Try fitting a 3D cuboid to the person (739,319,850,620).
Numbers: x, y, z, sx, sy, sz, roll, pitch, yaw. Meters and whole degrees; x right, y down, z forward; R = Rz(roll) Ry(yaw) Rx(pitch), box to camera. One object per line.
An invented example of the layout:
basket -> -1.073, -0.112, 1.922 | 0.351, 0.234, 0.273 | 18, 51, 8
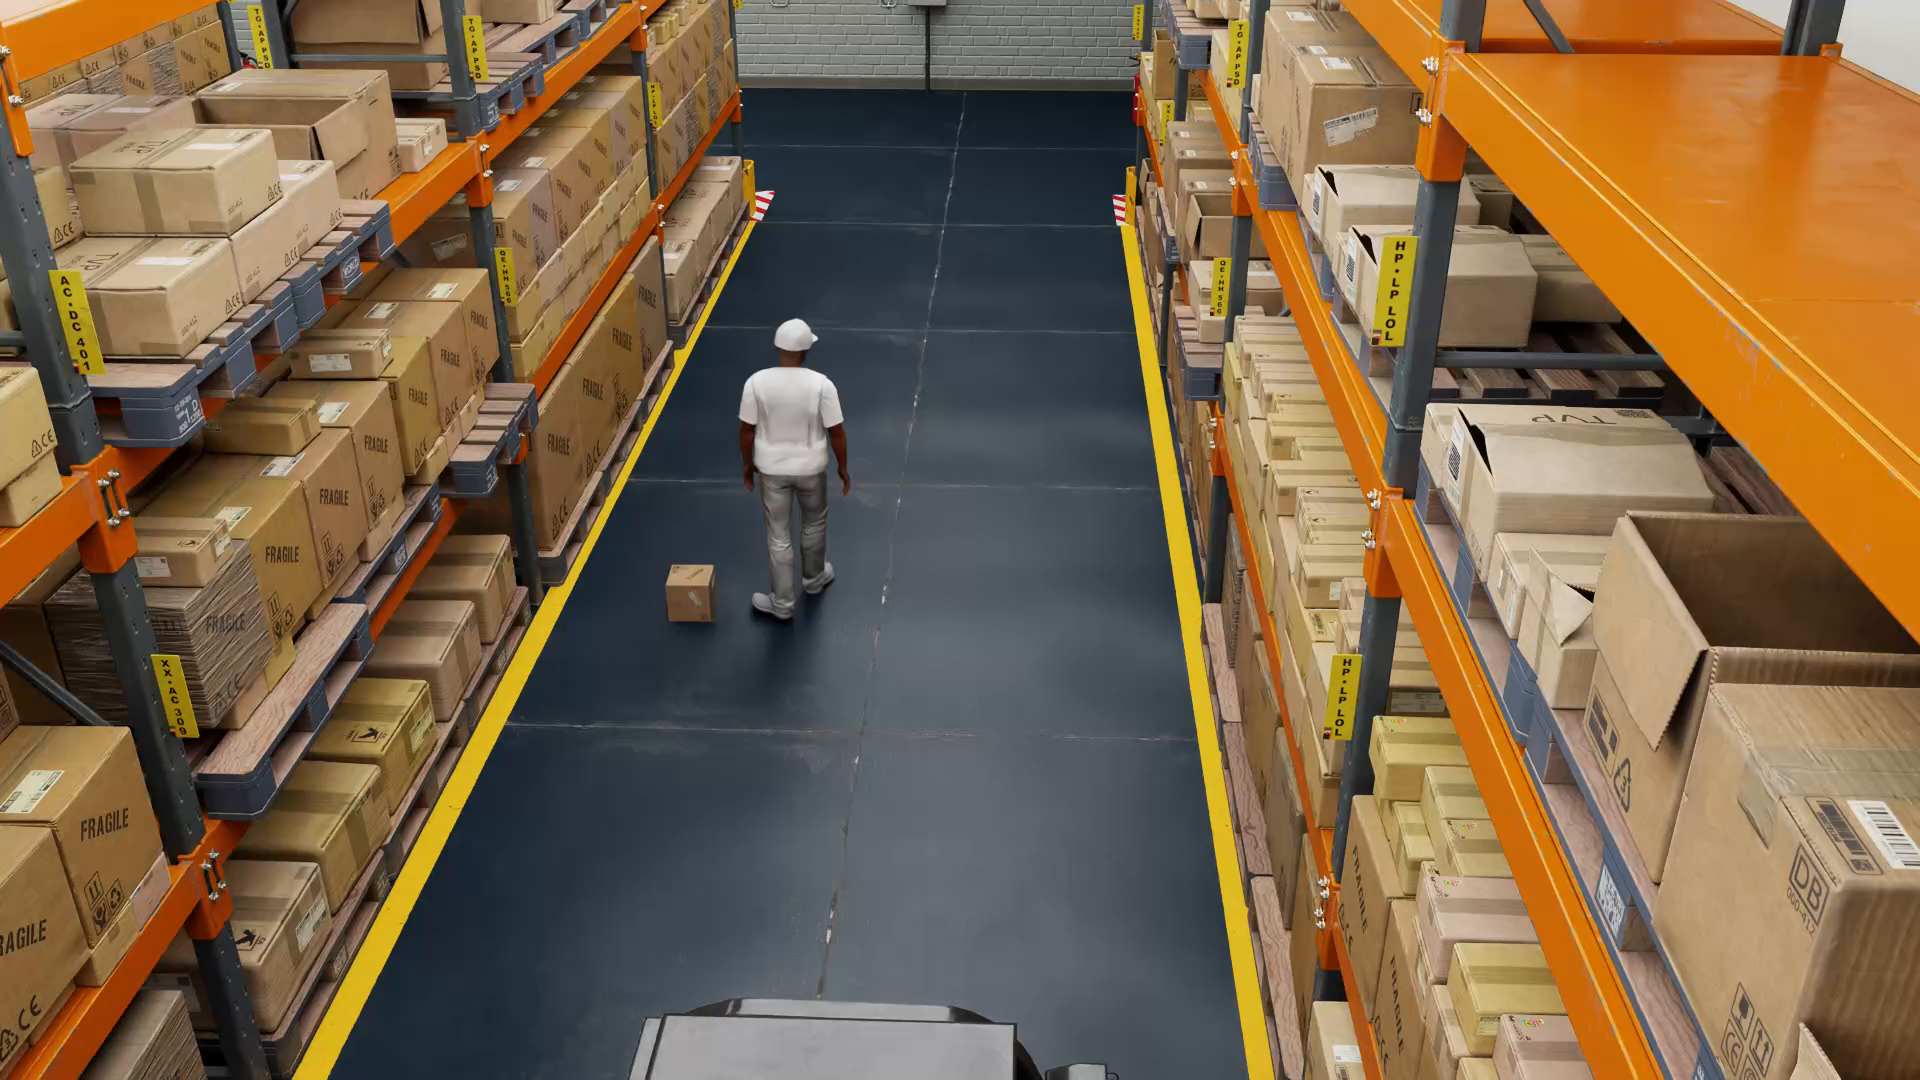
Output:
person -> -0.953, -0.428, 9.648 | 0.627, 1.766, 0.626 | -2, 28, -4
